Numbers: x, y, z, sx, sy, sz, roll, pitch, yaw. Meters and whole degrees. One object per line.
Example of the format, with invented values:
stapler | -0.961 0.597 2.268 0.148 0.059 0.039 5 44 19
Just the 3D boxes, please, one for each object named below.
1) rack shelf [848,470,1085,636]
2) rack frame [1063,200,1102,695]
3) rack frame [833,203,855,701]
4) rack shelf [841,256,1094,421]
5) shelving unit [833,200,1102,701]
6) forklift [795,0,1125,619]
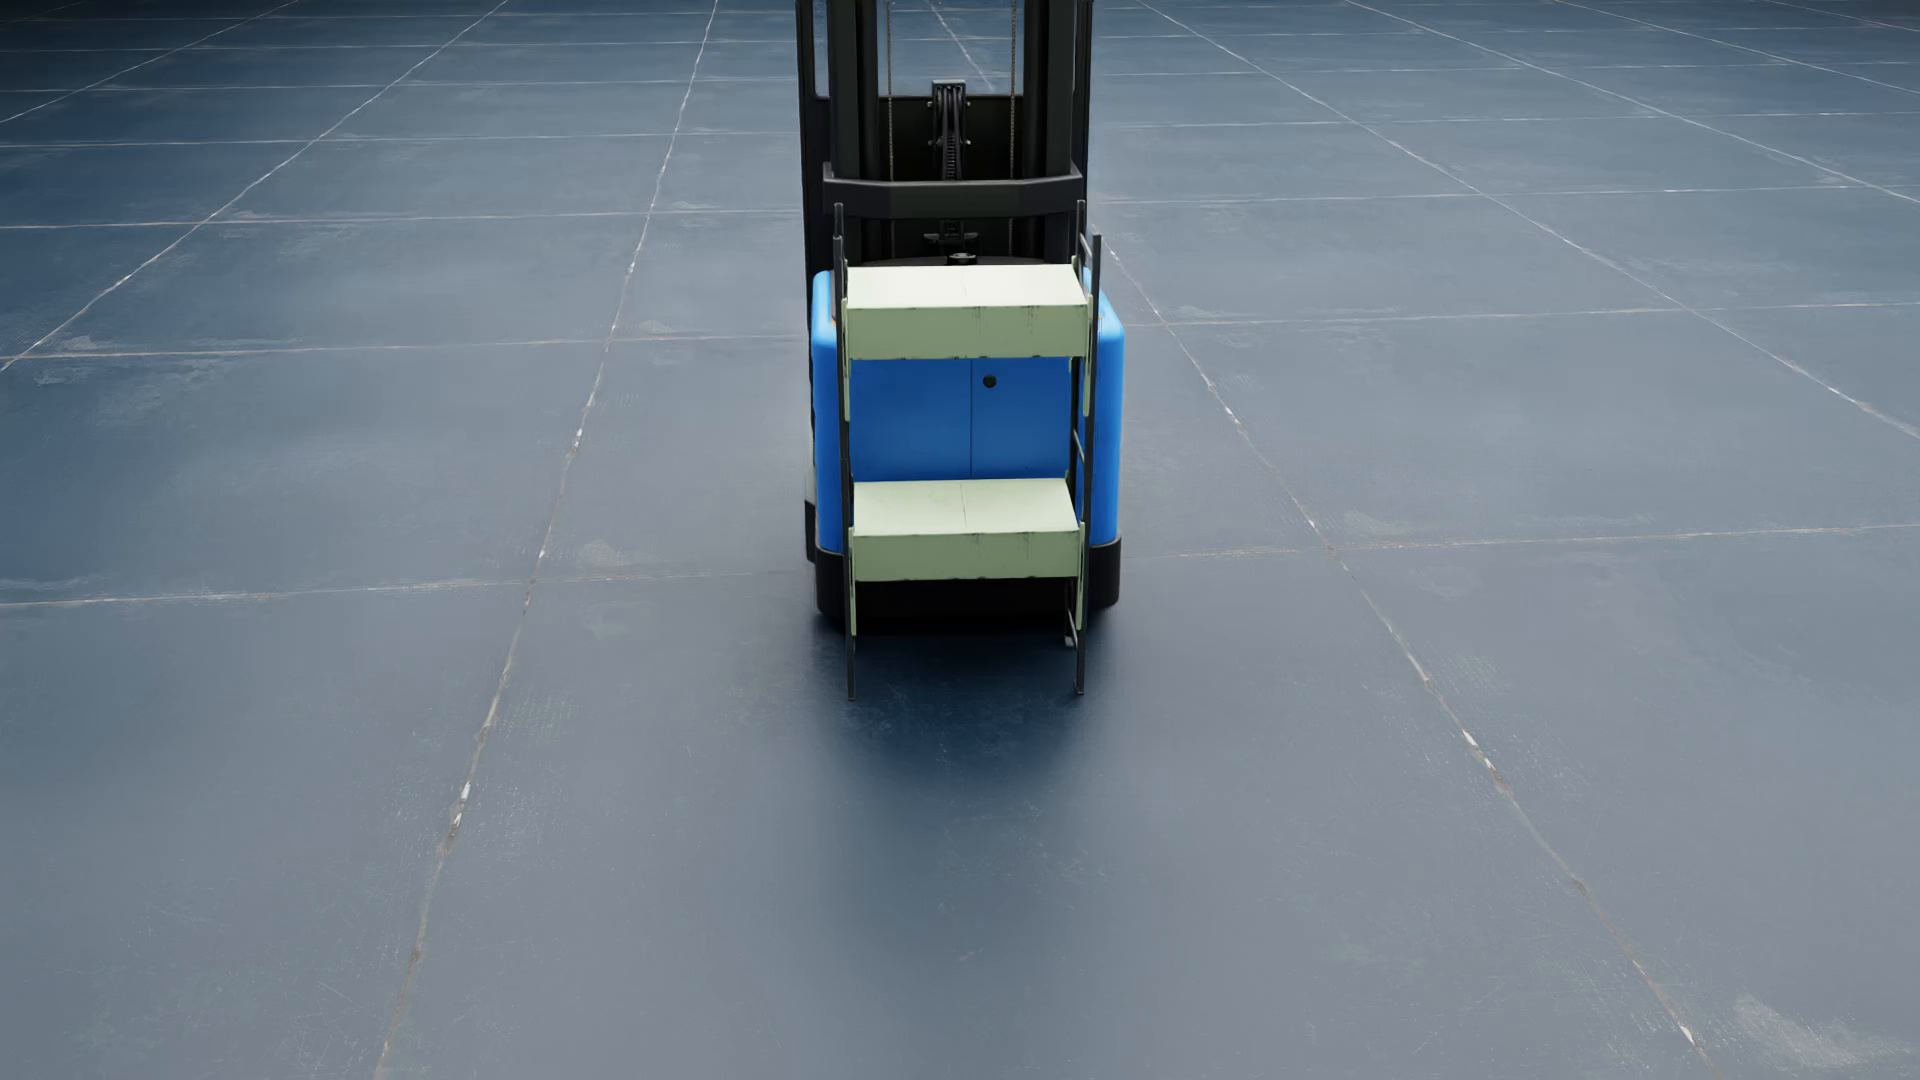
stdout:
rack shelf | 0.010 0.035 5.304 0.720 0.370 0.431 -1 26 -3
rack frame | 0.376 -0.267 5.181 0.023 1.500 0.400 -1 26 -3
rack frame | -0.355 -0.251 5.145 0.023 1.500 0.400 -1 26 -3
rack shelf | 0.011 -0.611 4.994 0.720 0.370 0.431 -1 26 -3
shelving unit | 0.010 -0.259 5.163 0.755 1.500 0.431 -1 26 -3
forklift | -0.078 -1.632 6.505 1.130 2.935 3.031 -2 24 -4
